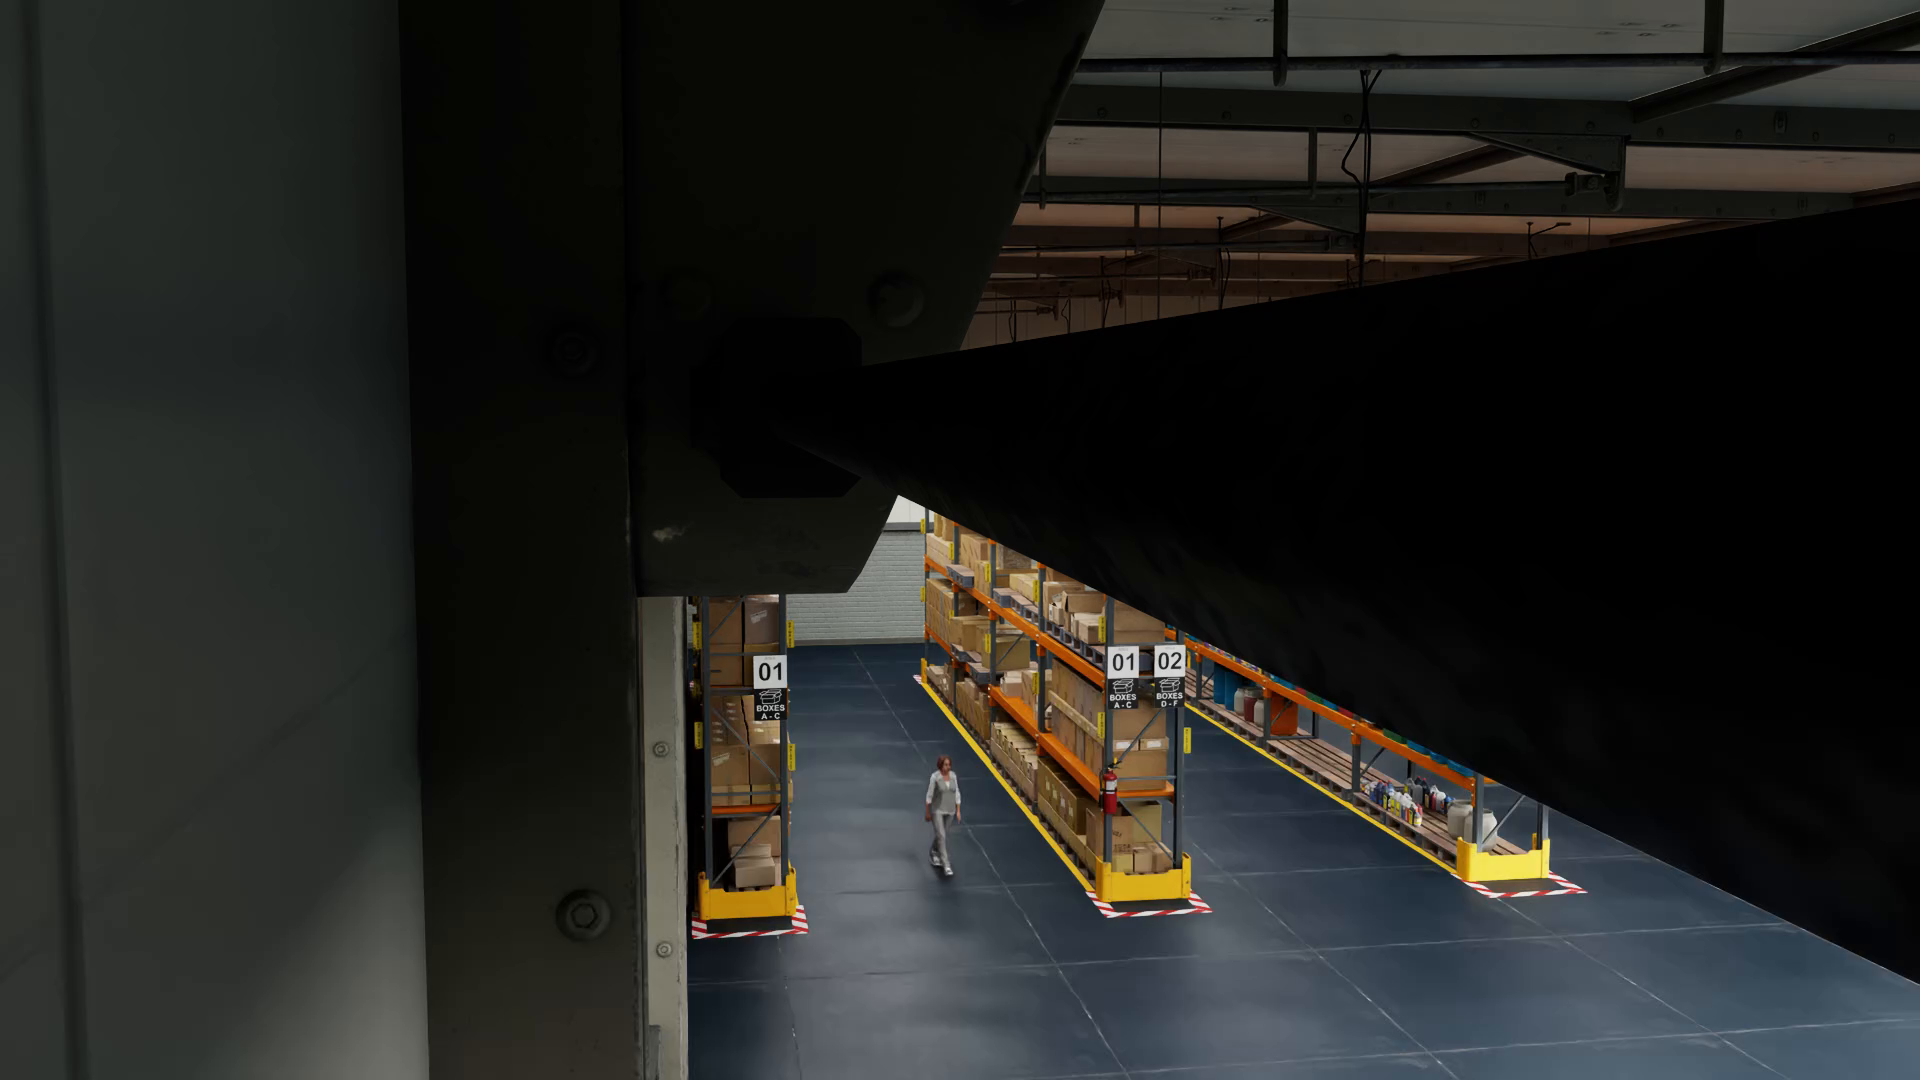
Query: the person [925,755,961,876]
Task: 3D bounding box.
[{"bbox_3d":[-0.206,3.606,21.944,0.475,1.548,0.951,-3,6,-33],"label":"person"}]
